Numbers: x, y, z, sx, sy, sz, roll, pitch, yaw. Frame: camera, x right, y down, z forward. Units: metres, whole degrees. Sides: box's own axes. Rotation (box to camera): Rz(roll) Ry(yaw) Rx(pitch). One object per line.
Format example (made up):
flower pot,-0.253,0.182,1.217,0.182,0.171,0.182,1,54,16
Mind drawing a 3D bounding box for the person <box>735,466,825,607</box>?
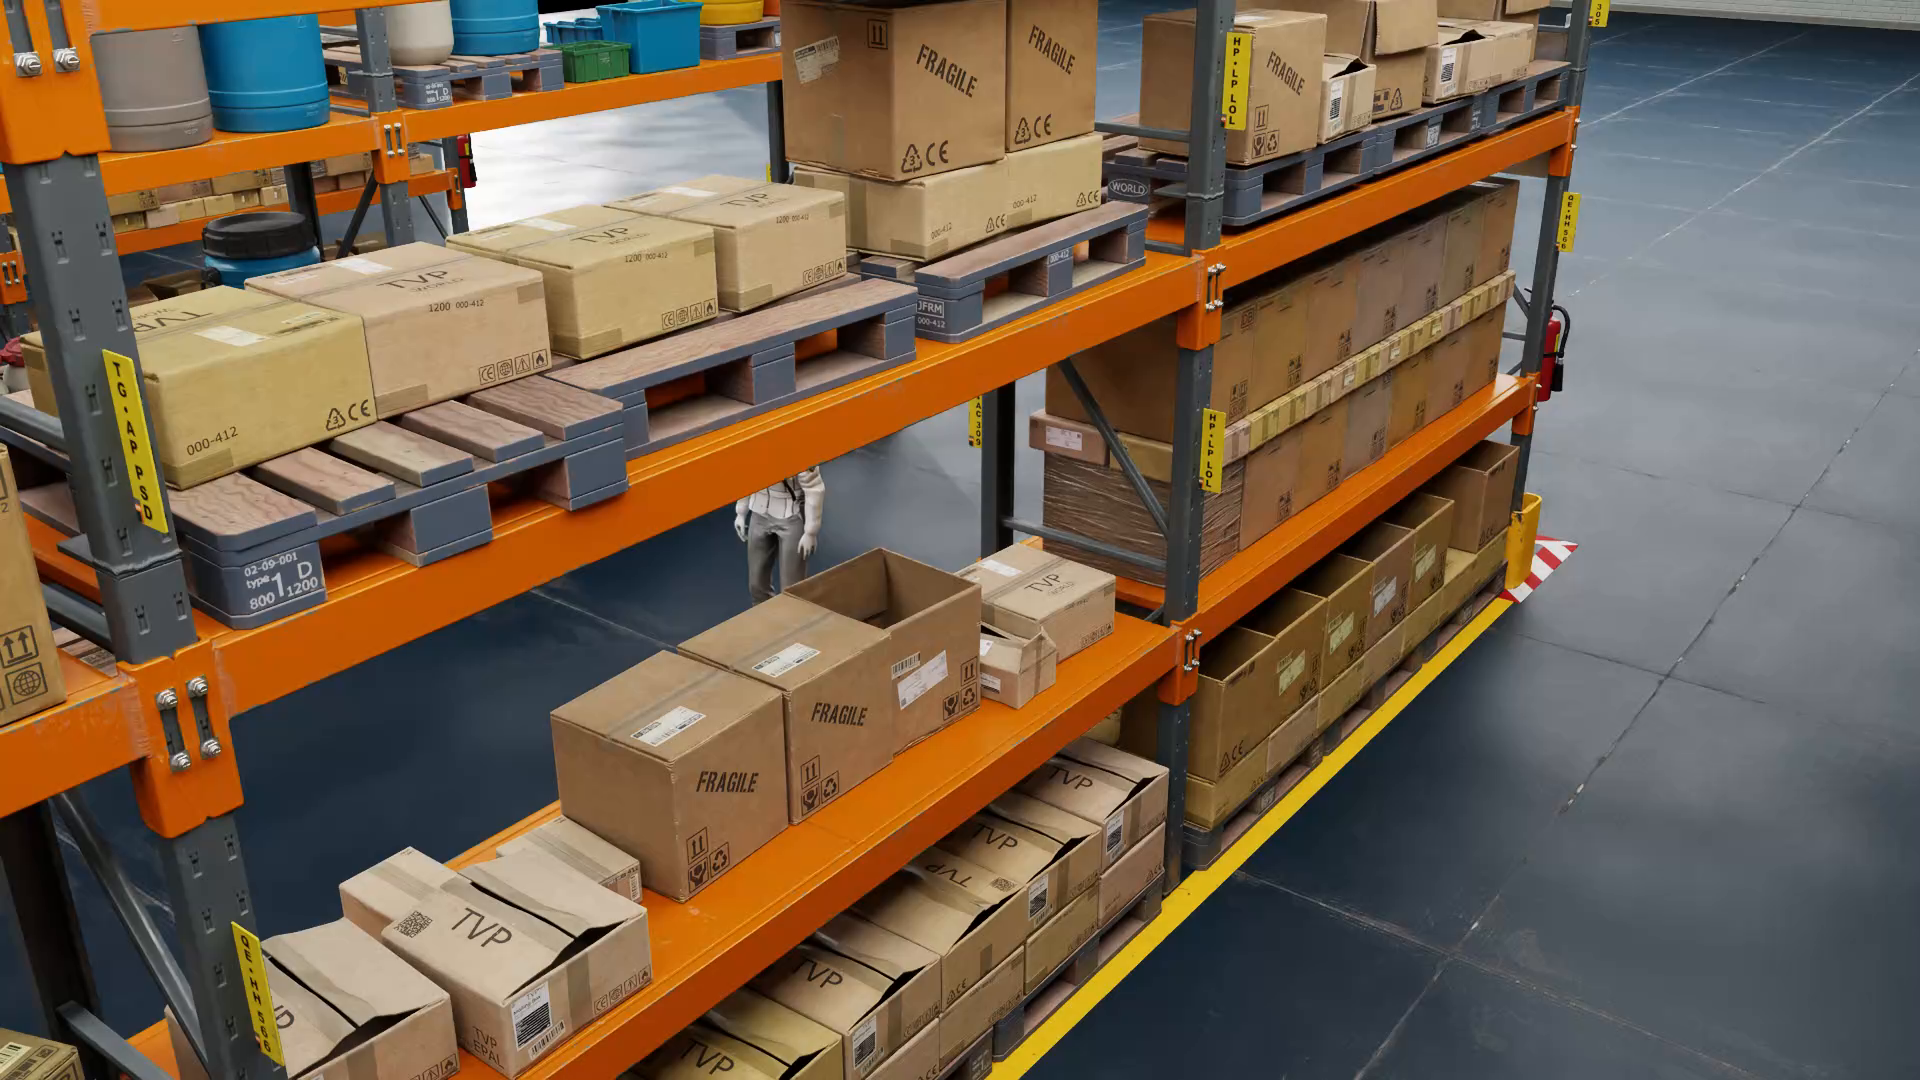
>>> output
person,-0.959,-0.087,8.789,0.546,1.666,0.371,15,28,31
